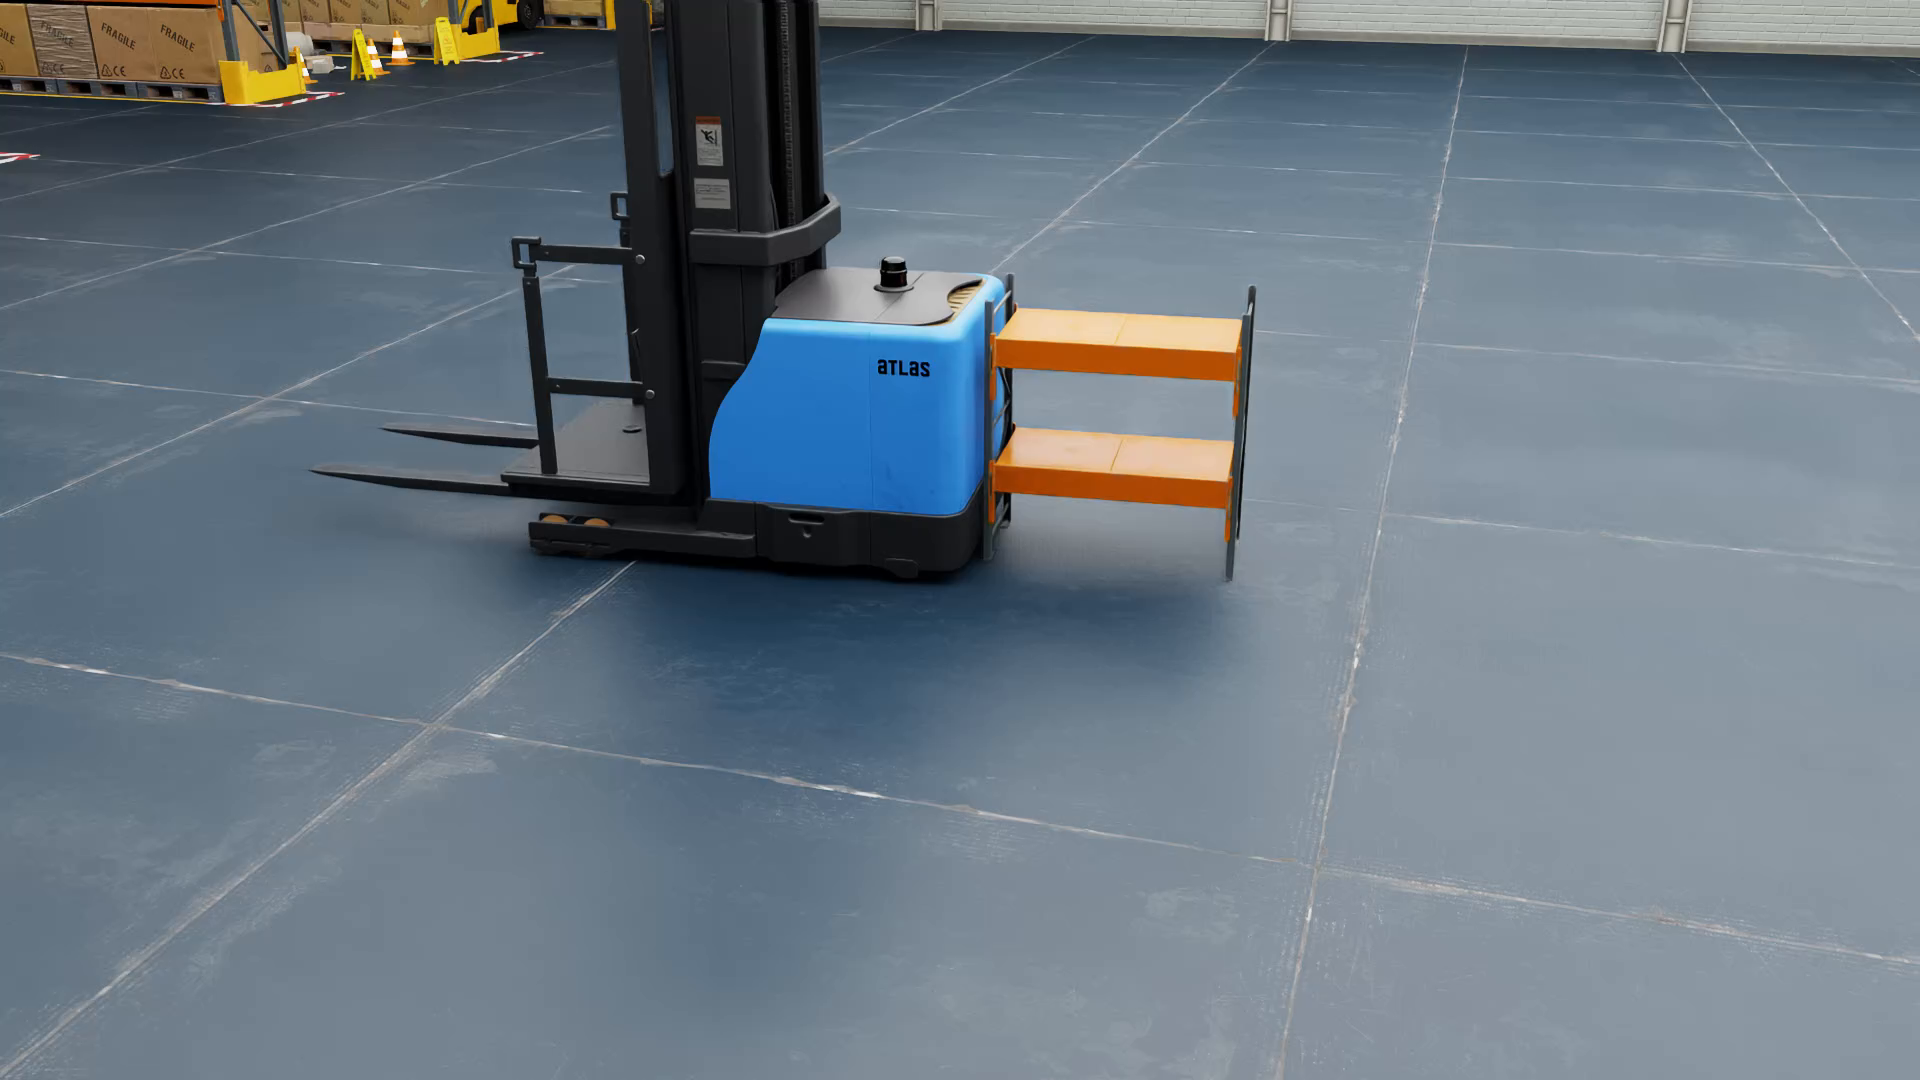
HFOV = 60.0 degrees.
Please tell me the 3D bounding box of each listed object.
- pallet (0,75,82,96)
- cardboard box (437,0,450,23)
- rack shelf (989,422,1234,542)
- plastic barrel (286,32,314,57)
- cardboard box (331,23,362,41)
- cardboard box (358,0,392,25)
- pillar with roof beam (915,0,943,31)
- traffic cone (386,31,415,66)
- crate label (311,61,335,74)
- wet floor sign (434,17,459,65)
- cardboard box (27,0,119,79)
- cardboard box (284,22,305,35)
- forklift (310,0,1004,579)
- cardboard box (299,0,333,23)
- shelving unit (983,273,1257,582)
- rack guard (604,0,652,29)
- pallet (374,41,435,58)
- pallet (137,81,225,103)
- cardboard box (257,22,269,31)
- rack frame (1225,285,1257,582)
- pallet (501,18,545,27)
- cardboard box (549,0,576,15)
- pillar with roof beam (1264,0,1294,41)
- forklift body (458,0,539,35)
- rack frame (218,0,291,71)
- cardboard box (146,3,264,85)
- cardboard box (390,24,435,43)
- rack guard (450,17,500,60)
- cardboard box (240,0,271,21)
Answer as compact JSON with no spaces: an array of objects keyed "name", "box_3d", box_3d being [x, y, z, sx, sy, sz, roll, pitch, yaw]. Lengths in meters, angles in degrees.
[{"name":"pallet","box_3d":[-11.762,-5.920,21.423,1.213,0.211,1.003,7,23,15]},{"name":"cardboard box","box_3d":[-8.020,-8.153,25.275,0.500,0.500,0.500,6,23,14]},{"name":"rack shelf","box_3d":[0.662,-0.255,7.055,1.000,0.278,0.538,5,23,11]},{"name":"plastic barrel","box_3d":[-9.720,-7.177,24.209,0.512,0.421,0.421,-14,26,-30]},{"name":"cardboard box","box_3d":[-9.153,-7.721,25.209,0.500,0.250,0.500,6,23,14]},{"name":"cardboard box","box_3d":[-8.648,-8.011,24.929,0.500,0.500,0.500,7,23,17]},{"name":"pillar with roof beam","box_3d":[-1.780,-11.454,23.336,0.400,9.000,9.100,7,23,16]},{"name":"traffic cone","box_3d":[-8.089,-7.097,23.963,0.334,0.463,0.336,7,23,16]},{"name":"crate label","box_3d":[-8.855,-6.570,23.106,0.298,0.136,0.250,-5,23,-12]},{"name":"wet floor sign","box_3d":[-7.432,-7.194,23.957,0.232,0.644,0.267,16,27,34]},{"name":"cardboard box","box_3d":[-11.022,-6.341,21.023,0.875,0.875,0.875,7,23,16]},{"name":"cardboard box","box_3d":[-10.133,-7.836,25.491,0.500,0.250,0.500,8,24,19]},{"name":"forklift","box_3d":[-1.366,-1.467,6.984,3.031,2.935,1.130,5,23,11]},{"name":"cardboard box","box_3d":[-9.636,-8.126,25.208,0.500,0.500,0.500,8,24,18]},{"name":"shelving unit","box_3d":[0.662,-0.482,6.962,1.048,1.125,0.538,5,23,11]},{"name":"rack guard","box_3d":[-5.852,-9.337,29.375,0.348,0.500,1.175,7,23,16]},{"name":"pallet","box_3d":[-8.145,-7.513,25.307,1.213,0.211,1.003,7,23,16]},{"name":"pallet","box_3d":[-9.426,-5.652,20.771,1.213,0.211,1.003,7,23,15]},{"name":"cardboard box","box_3d":[-10.502,-7.364,24.560,0.500,0.500,0.500,-14,26,-30]},{"name":"rack frame","box_3d":[1.159,-0.441,6.864,0.032,1.125,0.500,5,23,11]},{"name":"pallet","box_3d":[-7.783,-9.410,29.931,1.213,0.211,1.003,7,23,15]},{"name":"cardboard box","box_3d":[-6.889,-9.413,29.336,0.500,0.250,0.500,7,23,15]},{"name":"pillar with roof beam","box_3d":[3.964,-10.796,21.732,0.400,9.000,9.100,7,23,16]},{"name":"forklift body","box_3d":[-8.217,-9.649,27.959,1.214,2.155,2.313,7,23,16]},{"name":"rack frame","box_3d":[-8.638,-6.883,20.098,0.127,3.000,1.000,7,23,16]},{"name":"cardboard box","box_3d":[-9.306,-6.145,20.544,0.875,0.875,0.875,7,23,16]},{"name":"cardboard box","box_3d":[-8.180,-7.608,24.935,0.500,0.250,0.500,6,23,15]},{"name":"rack guard","box_3d":[-7.378,-7.544,25.004,0.348,0.500,1.175,7,23,16]},{"name":"cardboard box","box_3d":[-10.648,-8.237,25.481,0.500,0.500,0.500,8,24,18]}]
